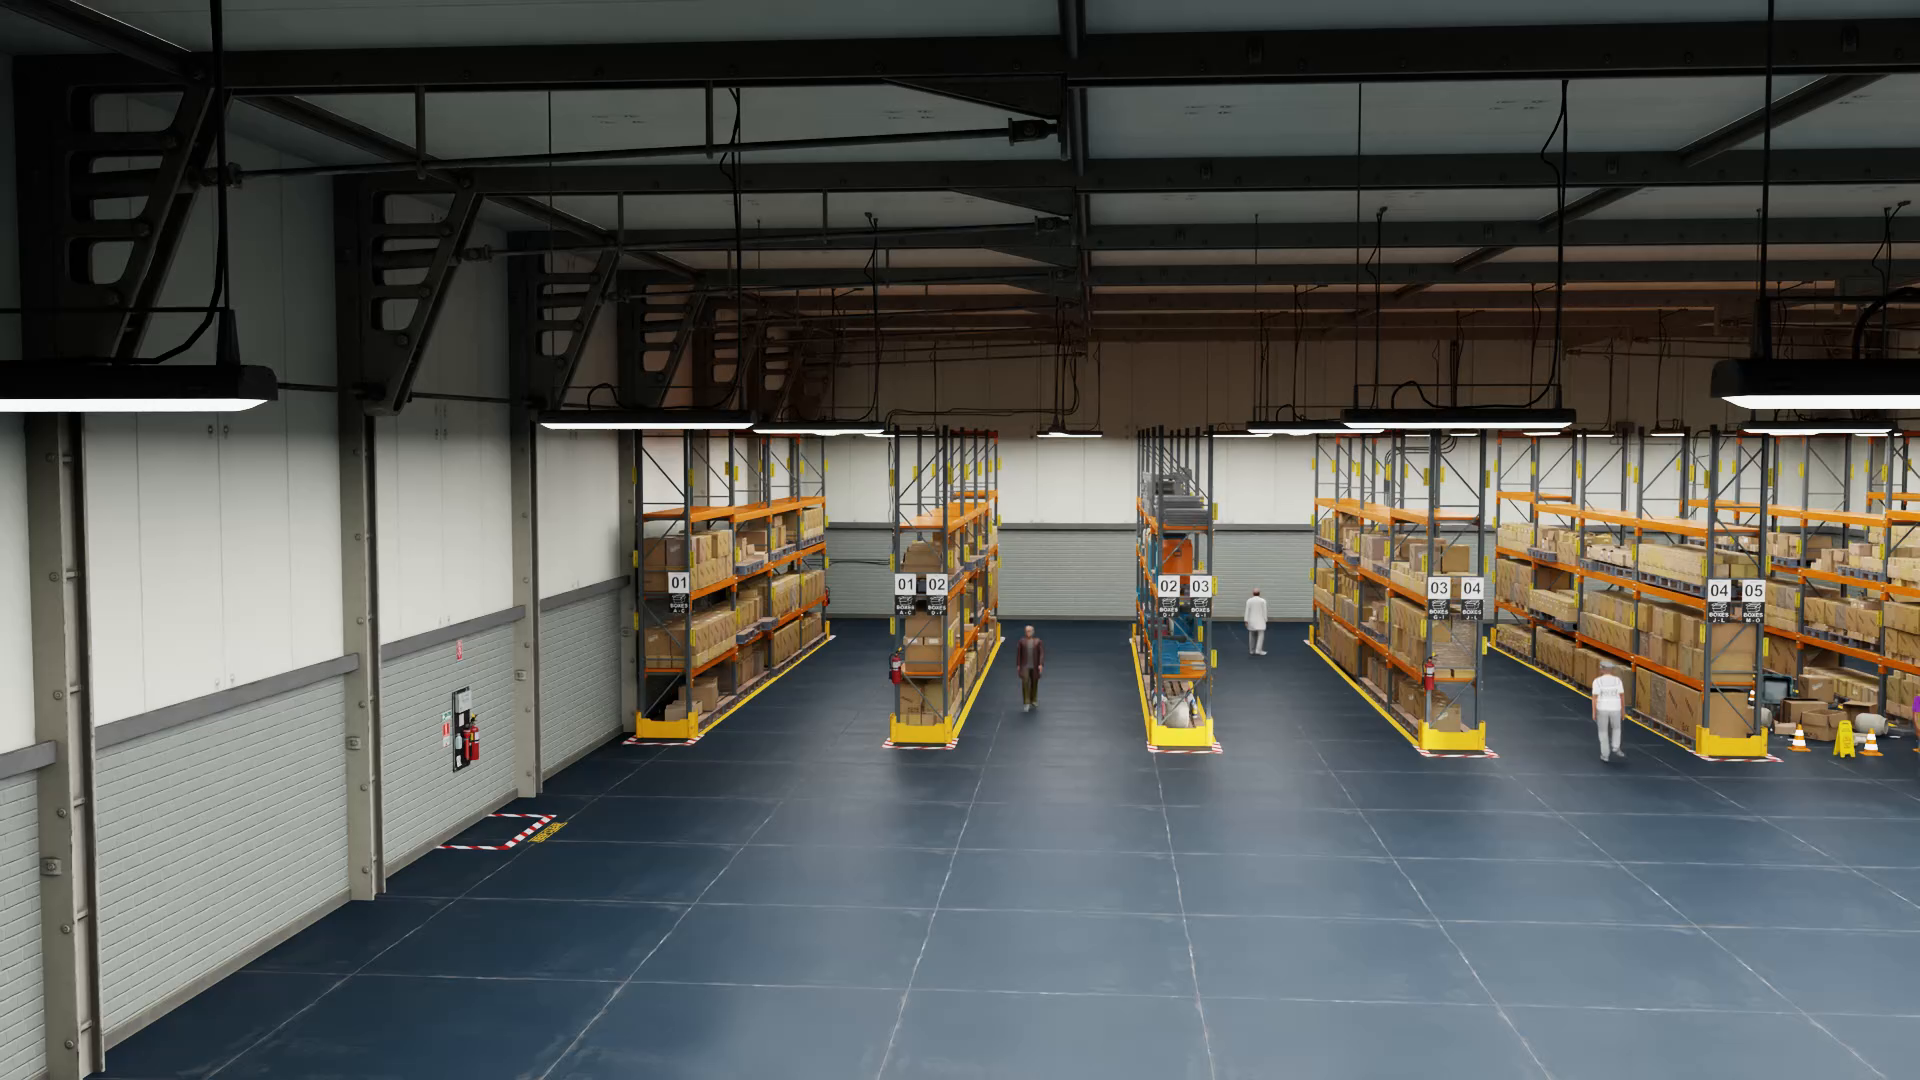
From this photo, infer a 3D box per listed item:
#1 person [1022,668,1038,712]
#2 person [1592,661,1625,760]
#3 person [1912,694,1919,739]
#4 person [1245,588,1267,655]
[{"bbox_3d":[1.498,3.055,35.309,0.388,1.061,0.910,0,3,4],"label":"person"},{"bbox_3d":[11.583,3.050,29.705,0.570,1.757,0.493,1,4,15],"label":"person"},{"bbox_3d":[16.238,2.828,27.753,0.600,1.065,0.447,1,4,20],"label":"person"},{"bbox_3d":[7.927,2.178,44.423,0.600,1.777,0.831,1,4,17],"label":"person"}]
